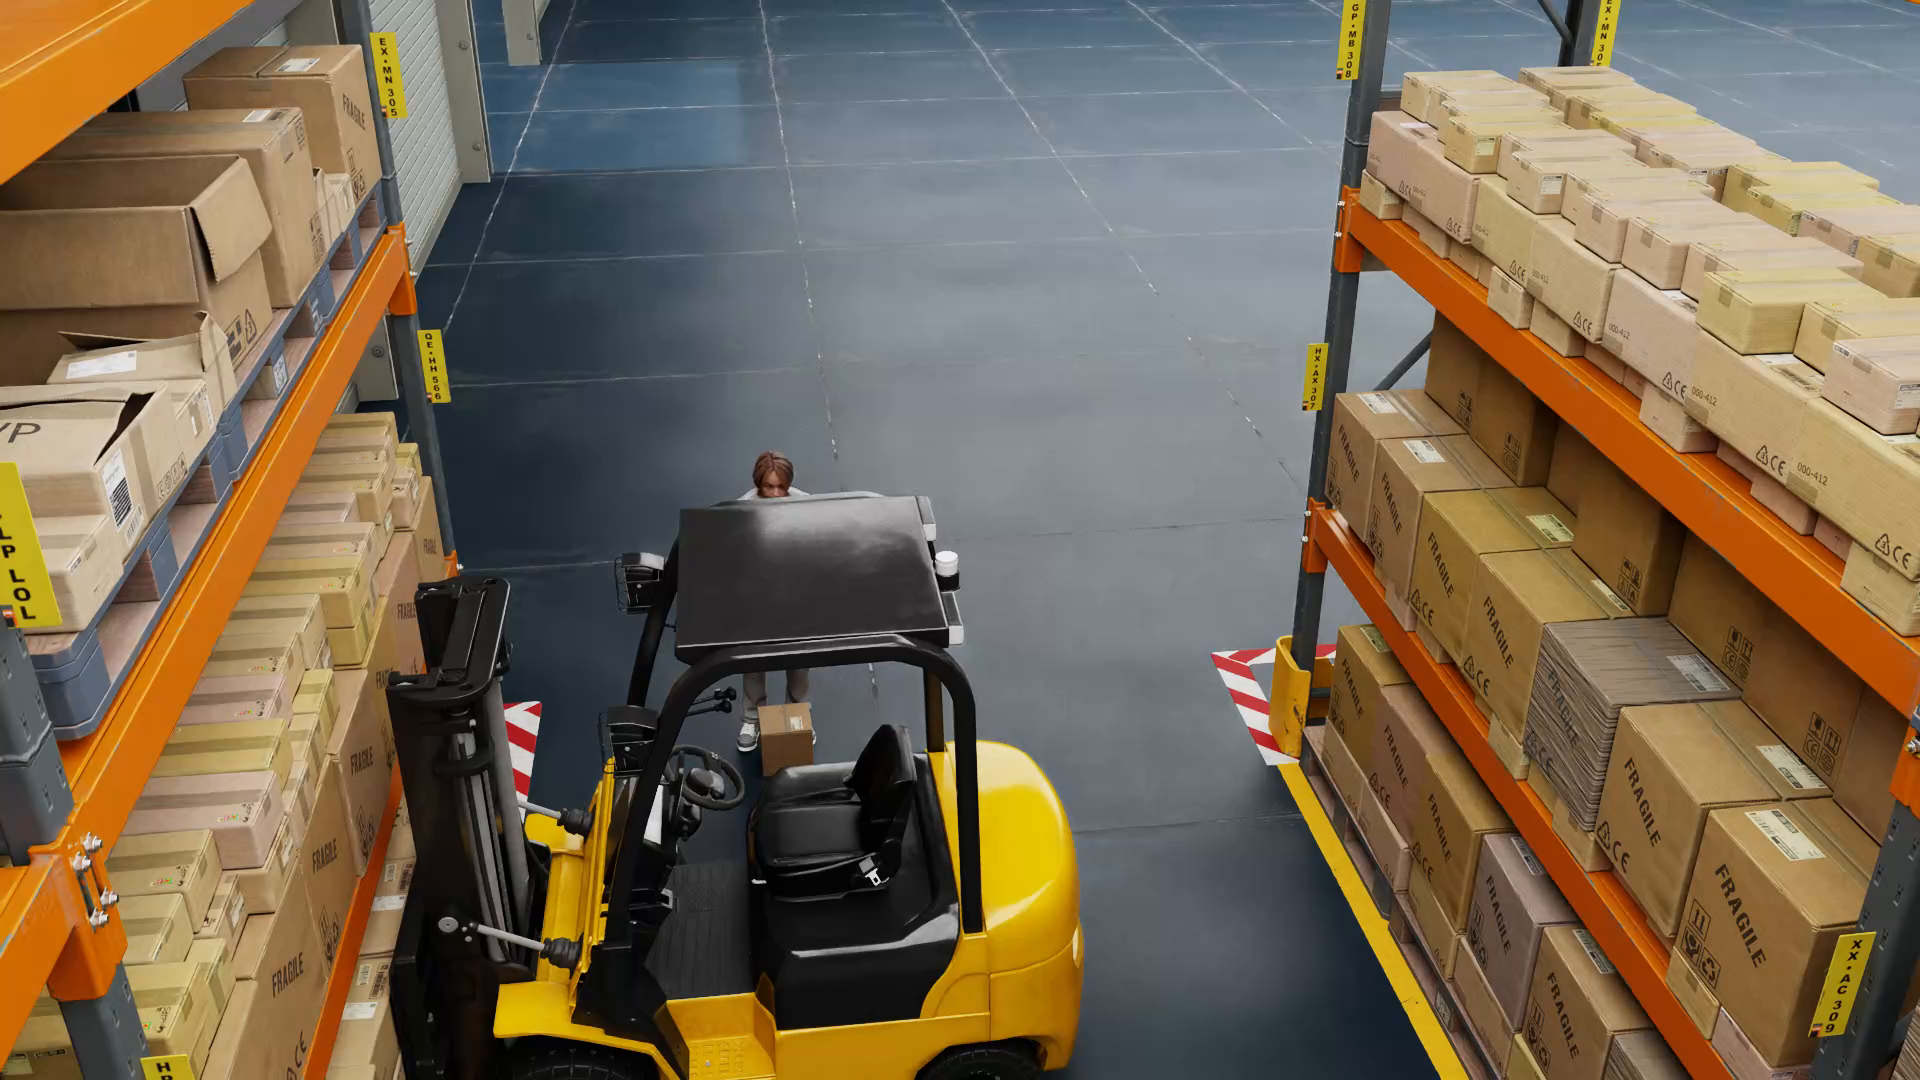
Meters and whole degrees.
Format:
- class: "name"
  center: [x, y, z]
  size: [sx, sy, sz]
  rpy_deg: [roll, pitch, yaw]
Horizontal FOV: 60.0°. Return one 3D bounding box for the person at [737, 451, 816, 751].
- class: "person"
  center: [-0.896, 0.280, 8.093]
  size: [0.480, 1.593, 0.344]
  rpy_deg: [-5, 28, -9]
